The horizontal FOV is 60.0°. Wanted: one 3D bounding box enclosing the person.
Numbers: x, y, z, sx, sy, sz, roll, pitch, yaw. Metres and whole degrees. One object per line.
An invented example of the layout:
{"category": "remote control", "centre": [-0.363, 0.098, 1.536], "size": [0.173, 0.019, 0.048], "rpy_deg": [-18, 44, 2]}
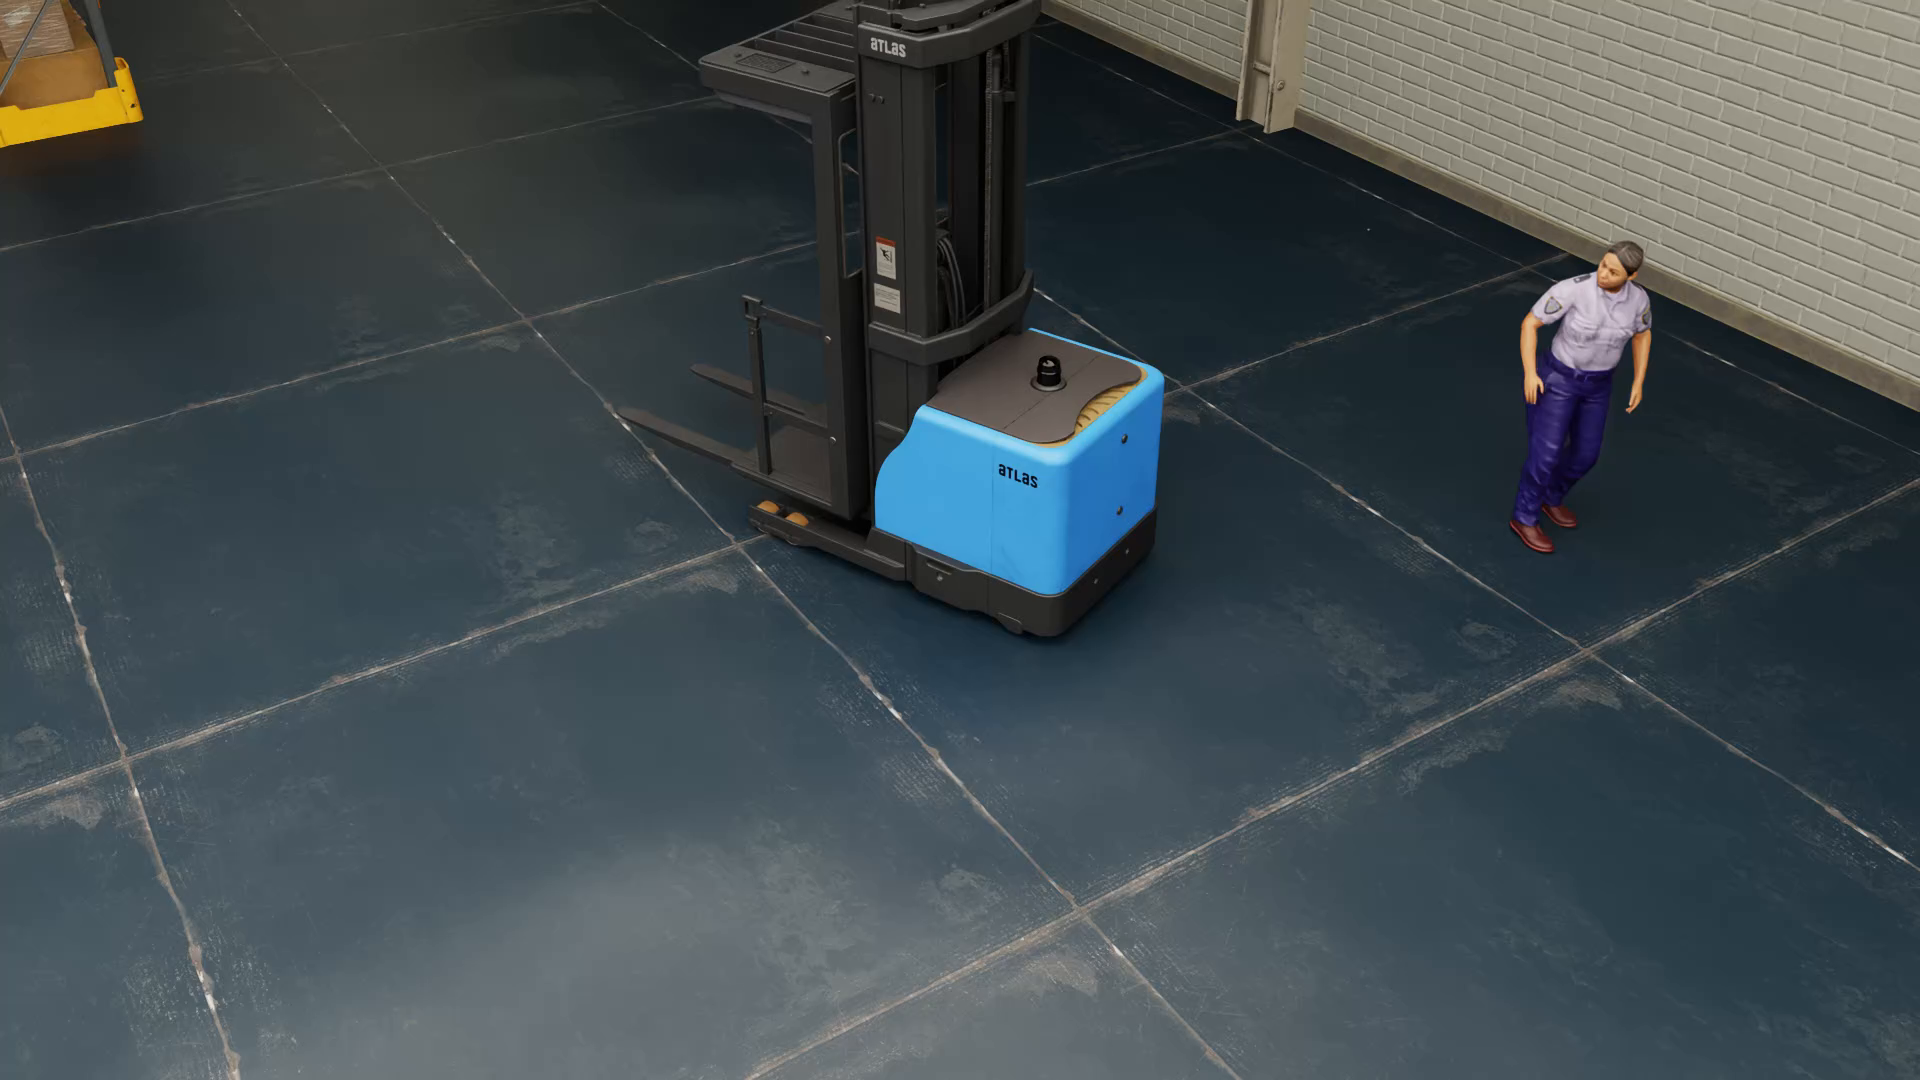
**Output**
{"category": "person", "centre": [3.143, -0.742, 8.343], "size": [0.680, 1.629, 0.485], "rpy_deg": [-8, 36, -11]}

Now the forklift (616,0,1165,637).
{"category": "forklift", "centre": [-0.500, -1.399, 8.138], "size": [3.031, 2.935, 1.130], "rpy_deg": [22, 41, 28]}
